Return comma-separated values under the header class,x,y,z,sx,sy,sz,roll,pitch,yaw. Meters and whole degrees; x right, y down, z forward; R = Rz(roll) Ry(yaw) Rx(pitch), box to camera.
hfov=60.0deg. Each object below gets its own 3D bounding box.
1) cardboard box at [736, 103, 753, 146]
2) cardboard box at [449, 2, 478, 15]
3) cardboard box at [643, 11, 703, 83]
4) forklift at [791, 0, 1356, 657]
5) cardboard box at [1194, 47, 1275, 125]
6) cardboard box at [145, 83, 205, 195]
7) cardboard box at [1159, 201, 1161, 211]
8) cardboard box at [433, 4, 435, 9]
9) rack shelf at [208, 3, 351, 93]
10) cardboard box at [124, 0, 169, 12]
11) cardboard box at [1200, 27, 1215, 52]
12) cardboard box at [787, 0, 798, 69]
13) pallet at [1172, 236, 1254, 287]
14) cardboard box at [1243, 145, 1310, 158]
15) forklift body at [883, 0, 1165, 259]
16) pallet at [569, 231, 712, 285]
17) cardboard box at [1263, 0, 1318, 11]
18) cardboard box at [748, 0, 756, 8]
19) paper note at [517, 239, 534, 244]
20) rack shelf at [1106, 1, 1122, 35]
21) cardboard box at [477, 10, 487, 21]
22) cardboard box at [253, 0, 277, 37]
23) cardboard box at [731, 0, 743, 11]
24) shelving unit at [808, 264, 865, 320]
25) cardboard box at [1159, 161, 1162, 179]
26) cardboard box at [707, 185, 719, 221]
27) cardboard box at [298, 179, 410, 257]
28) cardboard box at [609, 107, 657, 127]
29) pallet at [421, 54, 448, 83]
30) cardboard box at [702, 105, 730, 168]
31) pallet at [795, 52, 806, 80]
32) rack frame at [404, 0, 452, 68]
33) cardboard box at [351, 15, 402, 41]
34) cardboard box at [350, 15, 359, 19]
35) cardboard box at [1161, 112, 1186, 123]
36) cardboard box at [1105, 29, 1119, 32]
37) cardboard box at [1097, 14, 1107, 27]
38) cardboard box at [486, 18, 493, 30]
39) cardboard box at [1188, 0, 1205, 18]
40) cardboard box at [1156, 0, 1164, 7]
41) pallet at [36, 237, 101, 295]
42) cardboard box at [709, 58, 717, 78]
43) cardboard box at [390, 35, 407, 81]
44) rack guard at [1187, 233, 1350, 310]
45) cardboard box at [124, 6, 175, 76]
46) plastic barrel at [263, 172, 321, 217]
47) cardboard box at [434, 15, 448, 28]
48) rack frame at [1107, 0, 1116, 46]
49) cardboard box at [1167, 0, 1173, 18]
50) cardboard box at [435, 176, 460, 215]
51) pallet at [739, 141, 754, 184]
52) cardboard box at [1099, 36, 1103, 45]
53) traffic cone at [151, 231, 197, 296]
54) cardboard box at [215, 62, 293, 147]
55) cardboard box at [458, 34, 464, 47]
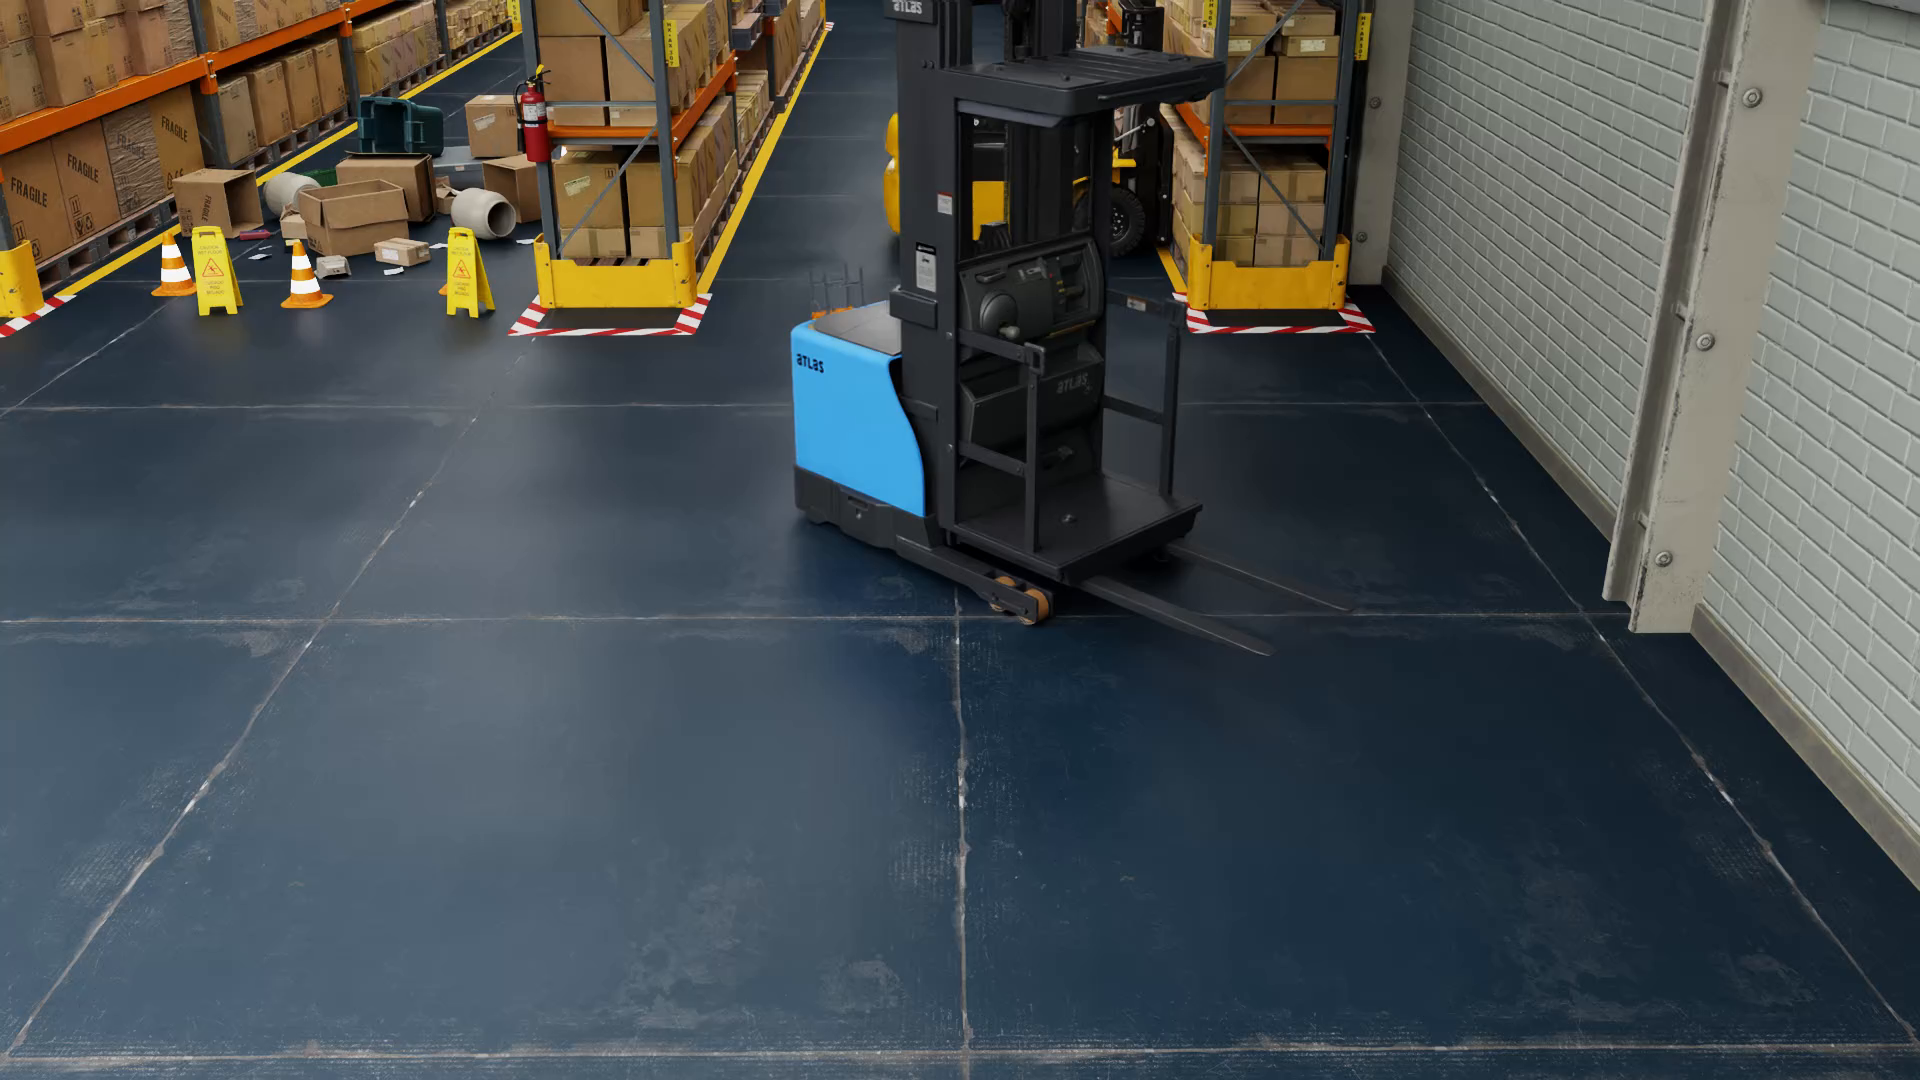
class,x,y,z,sx,sy,sz,roll,pitch,yaw
cardboard box,-2.685,-4.327,17.357,0.950,0.372,0.625,1,24,3
cardboard box,-7.489,-8.004,25.035,0.380,0.149,0.250,0,24,0
cardboard box,-2.365,-3.973,13.413,0.500,0.500,0.500,-1,24,-2
forklift,0.498,-1.176,7.794,1.130,2.935,3.031,-22,32,-40
cardboard box,2.074,-3.444,12.602,0.500,0.500,0.500,-1,24,-2
cardboard box,-7.677,-3.721,15.405,0.875,0.875,0.875,0,24,0
cardboard box,2.000,-2.952,14.464,0.500,0.250,0.500,1,24,1
cardboard box,-8.053,-7.899,24.804,0.380,0.149,0.250,-1,24,-2
rack shelf,-7.636,-5.253,17.598,1.077,0.370,4.000,0,24,-1
cardboard box,-7.522,-4.939,14.538,0.875,0.550,0.550,0,24,-1
cardboard box,2.025,-3.784,12.569,0.380,0.149,0.250,0,24,0
cardboard box,-2.648,-6.713,22.022,0.875,0.875,0.875,0,24,1
pallet,2.291,-2.241,13.448,1.003,0.211,1.213,0,24,-1
cardboard box,2.516,-2.995,13.346,0.500,0.250,0.500,0,24,0
forklift body,0.497,-3.583,14.062,2.313,2.155,1.214,0,24,-1
pallet,-2.596,-2.268,13.509,1.003,0.211,1.213,0,24,-1
cardboard box,2.578,-4.131,12.975,0.380,0.149,0.250,0,24,0
cardboard box,-2.342,-5.664,17.429,0.380,0.149,0.250,1,24,1
paper note,-3.777,-2.602,14.466,0.142,0.019,0.148,-9,26,-19
rack shelf,2.276,-5.341,17.792,1.077,0.370,4.000,0,24,-1
cardboard box,-7.444,-7.980,25.344,0.380,0.149,0.250,1,24,2
cardboard box,-7.360,-5.434,17.004,0.500,0.500,0.500,0,24,-1
cardboard box,-2.384,-5.388,16.030,0.500,0.500,0.500,0,24,1
shelving unit,-0.646,-0.922,9.314,0.258,1.200,0.189,-14,20,-27
cardboard box,2.000,-3.187,14.378,0.500,0.250,0.500,0,24,-1
cardboard box,-2.371,-2.880,14.304,0.500,0.250,0.500,1,24,3
cardboard box,-5.173,-2.747,14.214,0.797,0.503,0.637,-19,31,-36
cardboard box,-2.419,-3.199,12.488,0.380,0.149,0.250,0,24,0
pallet,-7.691,-6.462,22.782,1.003,0.211,1.213,0,24,-1
cardboard box,-2.383,-3.649,15.095,0.500,0.500,0.500,0,24,0
pallet,-2.669,-6.529,22.930,1.003,0.211,1.213,0,24,-1
rack frame,-7.701,-8.053,22.916,1.000,3.000,0.127,0,24,-1
cardboard box,-7.421,-6.497,21.090,0.500,0.250,0.500,0,24,0
cardboard box,-7.934,-6.497,21.090,0.500,0.250,0.500,0,24,1
cardboard box,2.002,-3.622,14.733,0.500,0.250,0.500,1,24,1
cardboard box,2.003,-6.264,20.697,0.380,0.149,0.250,-1,24,-2
cardboard box,2.025,-6.905,22.113,0.380,0.149,0.250,0,24,-1
cardboard box,-7.429,-7.957,25.653,0.380,0.149,0.250,-1,24,-3
cardboard box,2.021,-4.239,13.212,0.380,0.149,0.250,0,24,1
cardboard box,2.042,-4.706,15.394,0.500,0.500,0.500,-1,24,-2
pallet,-7.657,-2.167,13.286,1.003,0.211,1.213,0,24,-1
cardboard box,-2.343,-4.157,14.605,0.380,0.149,0.250,-1,24,-1
cardboard box,-7.430,-6.169,21.273,0.500,0.500,0.500,-1,24,-2
rack guard,2.342,-2.048,12.671,1.175,0.500,0.348,0,24,-1
cardboard box,-7.569,-4.447,14.760,0.875,0.550,0.550,0,24,-1
plastic barrel,-6.068,-3.122,15.140,0.512,0.421,0.421,19,30,35
cardboard box,-7.498,-7.360,23.611,0.380,0.149,0.250,1,24,2
rack frame,2.254,-6.493,19.466,1.000,3.000,0.127,0,24,-1
cardboard box,2.003,-4.629,14.437,0.380,0.149,0.250,0,24,-1
cardboard box,-4.803,-3.230,15.569,0.258,0.266,0.396,-19,31,-36
pallet,-2.675,-3.871,17.053,1.003,0.211,1.213,0,24,-1
cardboard box,2.031,-6.140,21.211,0.500,0.500,0.500,1,24,2
traffic cone,-6.156,-2.178,13.004,0.336,0.463,0.334,0,24,-1
cardboard box,-7.718,-4.576,17.448,1.050,0.750,0.750,0,24,-1
cardboard box,-7.387,-7.207,23.995,0.380,0.149,0.250,0,24,1
